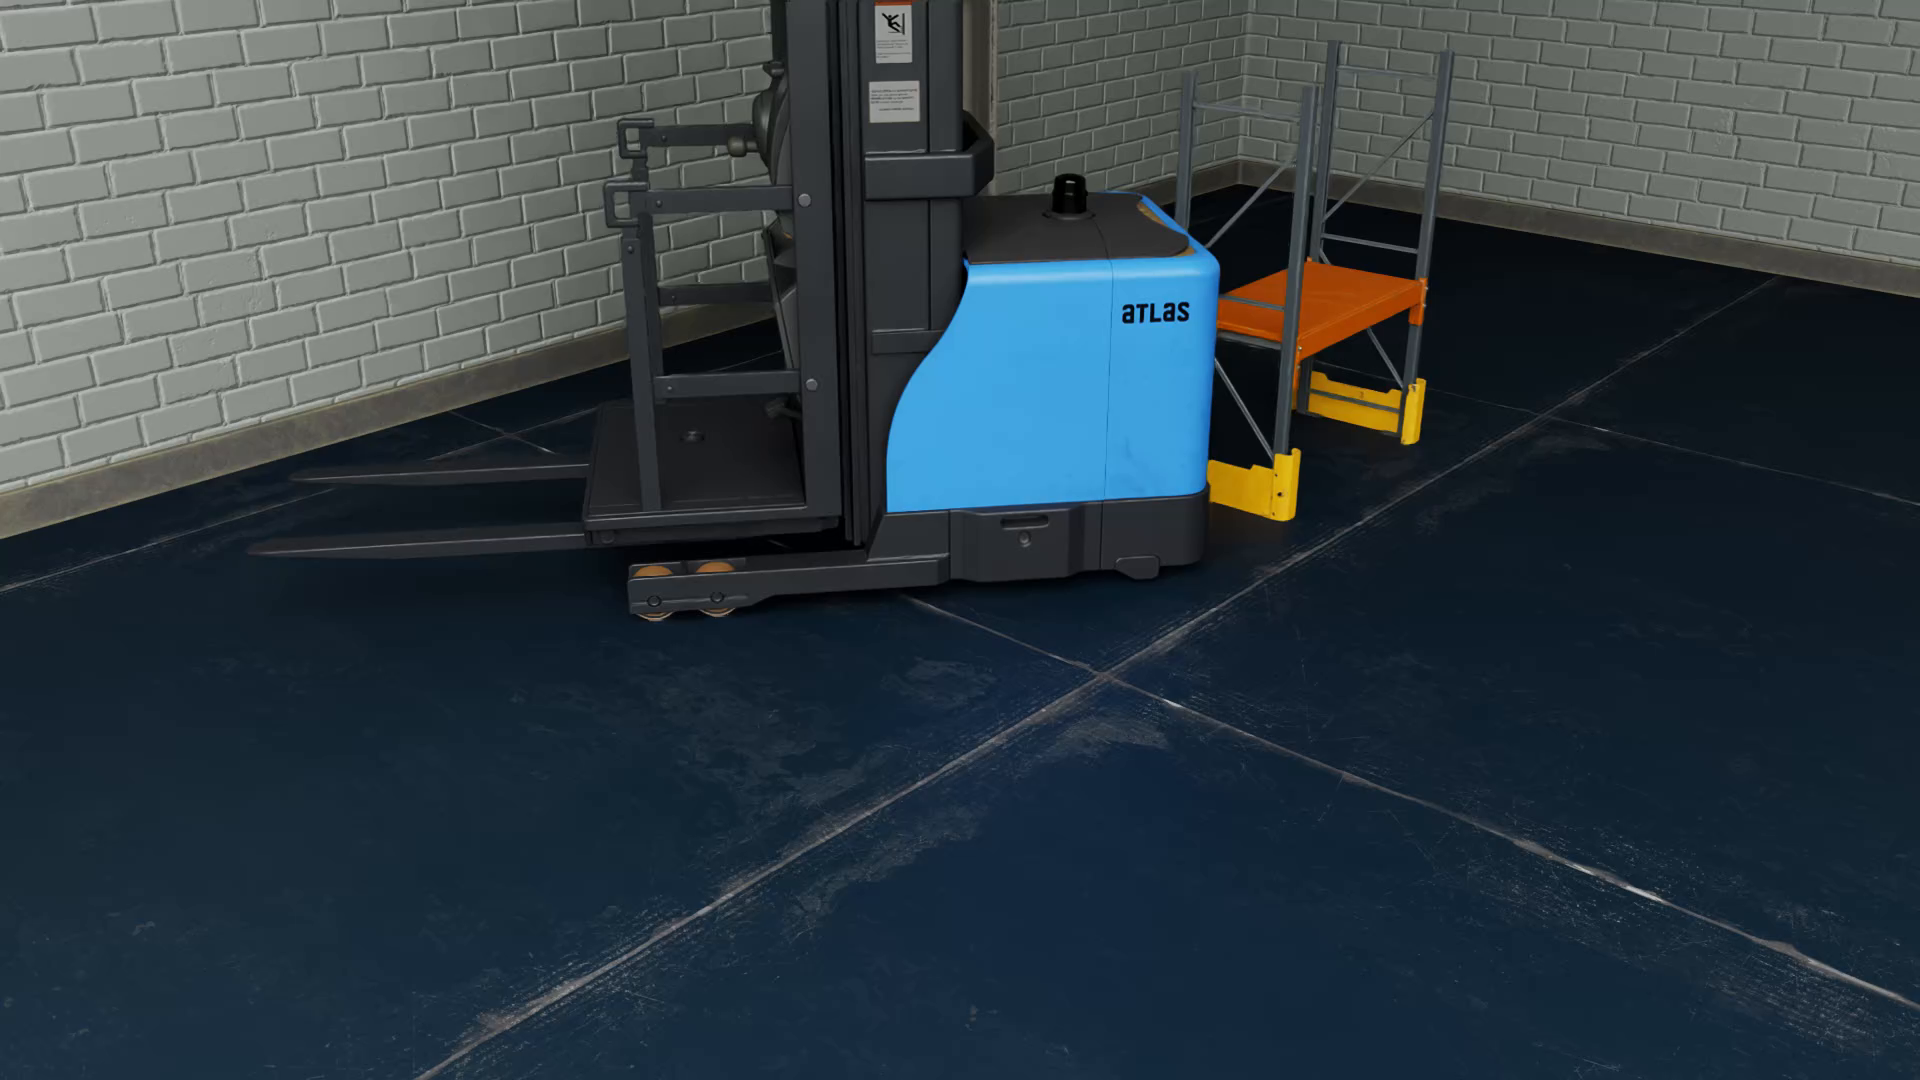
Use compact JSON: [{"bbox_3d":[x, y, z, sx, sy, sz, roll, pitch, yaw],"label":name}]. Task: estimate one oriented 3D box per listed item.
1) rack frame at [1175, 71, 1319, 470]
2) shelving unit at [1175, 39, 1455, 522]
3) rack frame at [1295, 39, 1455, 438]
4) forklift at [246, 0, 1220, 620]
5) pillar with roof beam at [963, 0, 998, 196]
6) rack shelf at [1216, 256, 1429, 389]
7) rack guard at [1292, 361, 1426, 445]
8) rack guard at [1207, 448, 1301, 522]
[{"bbox_3d":[0.952,-0.834,5.778,0.500,1.500,0.032,19,30,36],"label":"rack frame"},{"bbox_3d":[1.270,-0.992,6.128,0.587,1.500,1.083,19,30,36],"label":"shelving unit"},{"bbox_3d":[1.600,-1.155,6.492,0.500,1.500,0.032,19,30,36],"label":"rack frame"},{"bbox_3d":[-0.749,-1.318,5.108,3.031,2.935,1.130,-3,24,-8],"label":"forklift"},{"bbox_3d":[3.156,-4.354,4.461,9.100,9.000,0.400,20,31,38],"label":"pillar with roof beam"},{"bbox_3d":[1.276,-0.830,6.208,0.538,0.185,1.000,19,30,36],"label":"rack shelf"},{"bbox_3d":[1.588,-0.578,6.734,0.587,0.250,0.087,19,30,36],"label":"rack guard"},{"bbox_3d":[0.952,-0.264,6.034,0.587,0.250,0.087,19,30,36],"label":"rack guard"}]
